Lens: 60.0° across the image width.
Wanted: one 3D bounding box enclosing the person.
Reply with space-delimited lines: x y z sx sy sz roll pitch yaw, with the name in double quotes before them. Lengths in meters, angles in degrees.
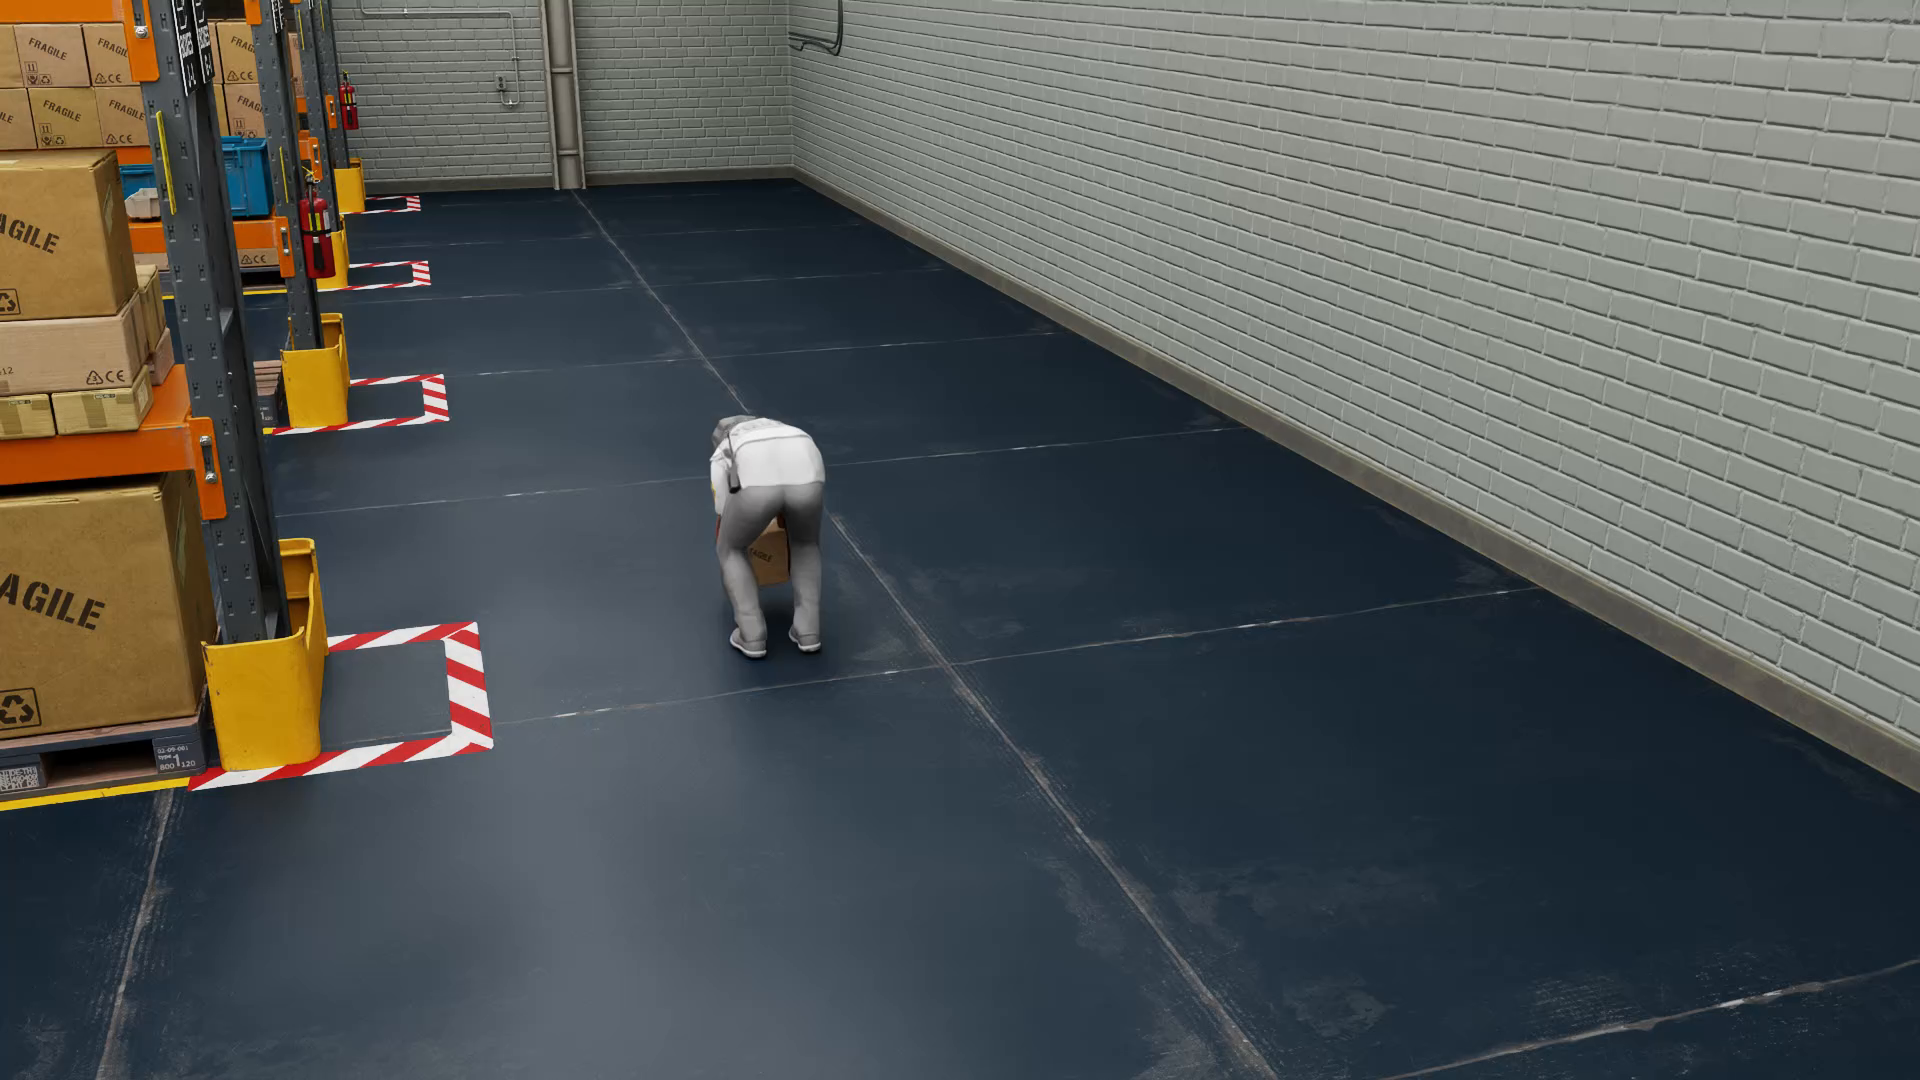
"person" -0.863 -0.061 7.266 0.449 0.987 0.928 -7 21 -20
